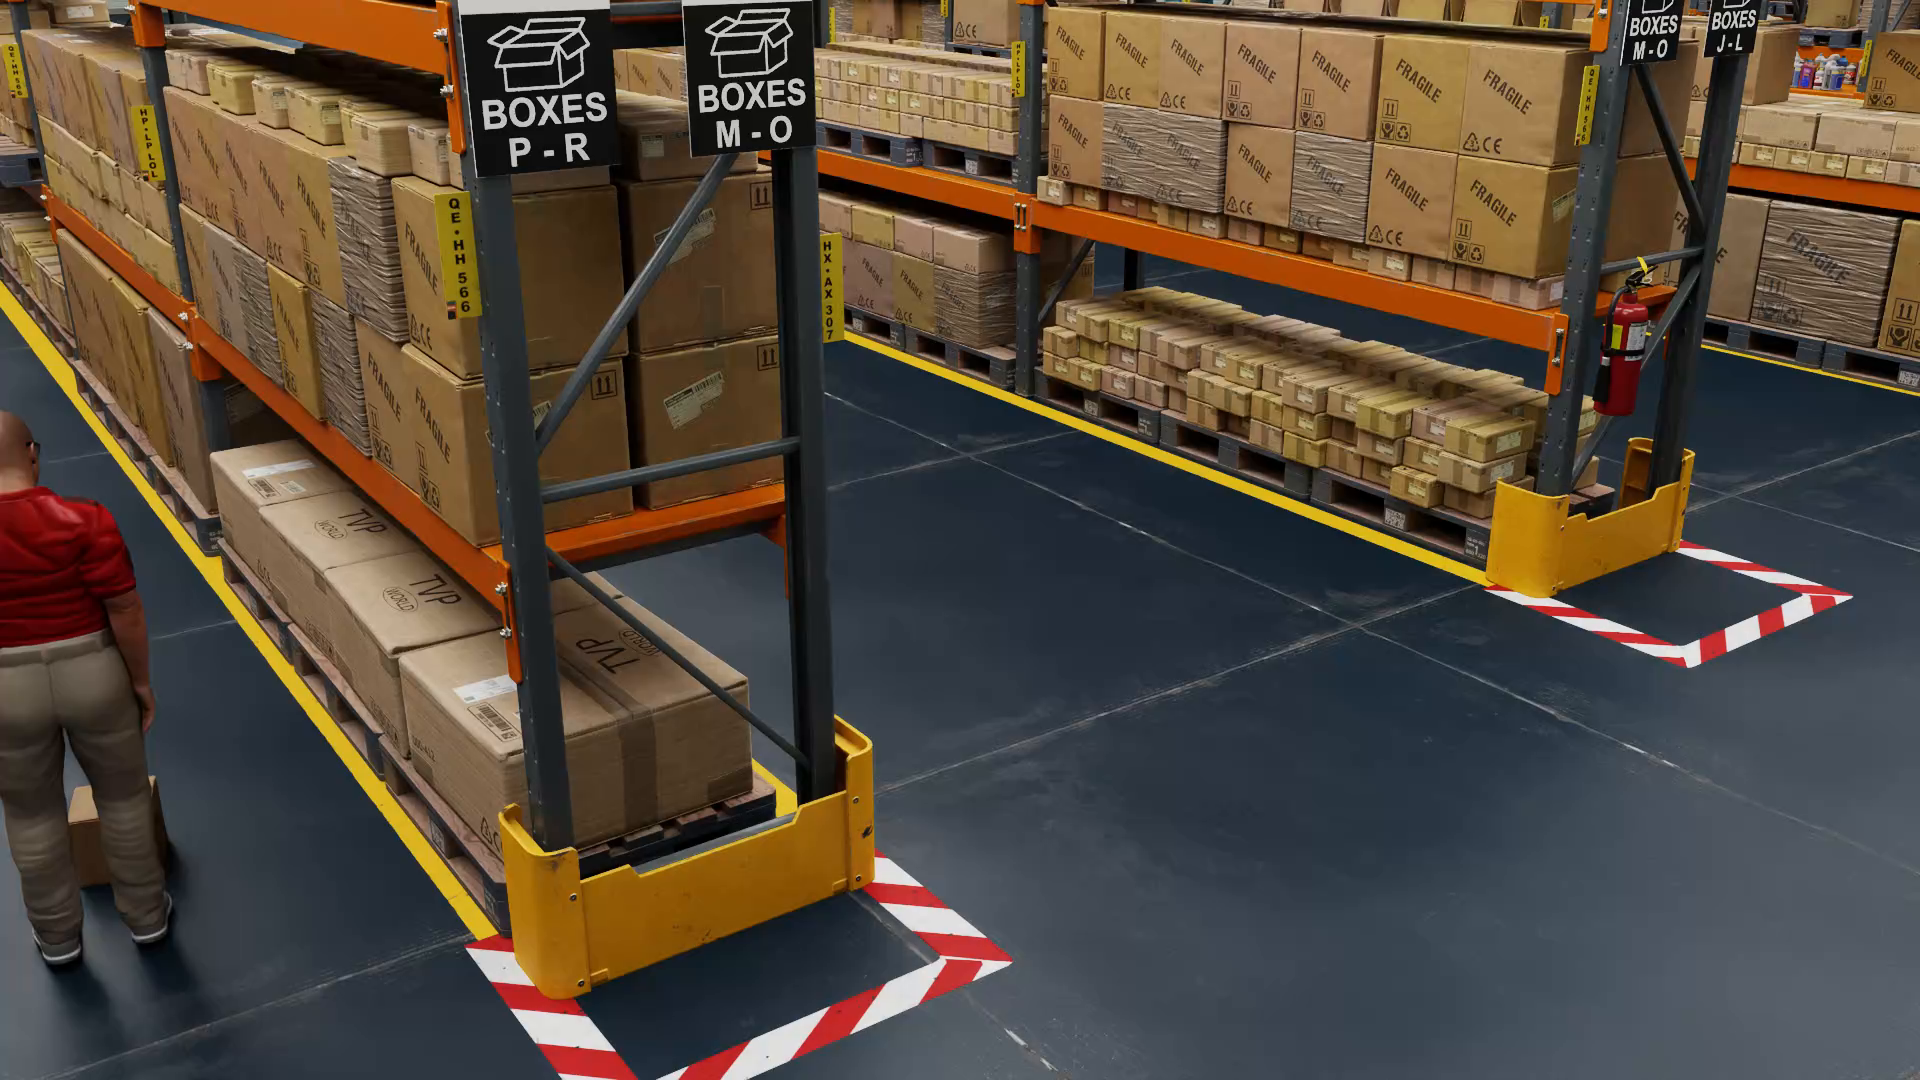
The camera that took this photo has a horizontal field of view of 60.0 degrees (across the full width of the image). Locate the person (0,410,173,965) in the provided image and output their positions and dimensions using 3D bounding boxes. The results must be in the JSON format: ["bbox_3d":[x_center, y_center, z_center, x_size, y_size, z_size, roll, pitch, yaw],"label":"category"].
[{"bbox_3d":[-2.675,0.440,4.917,0.551,1.728,0.403,-10,23,-23],"label":"person"}]
